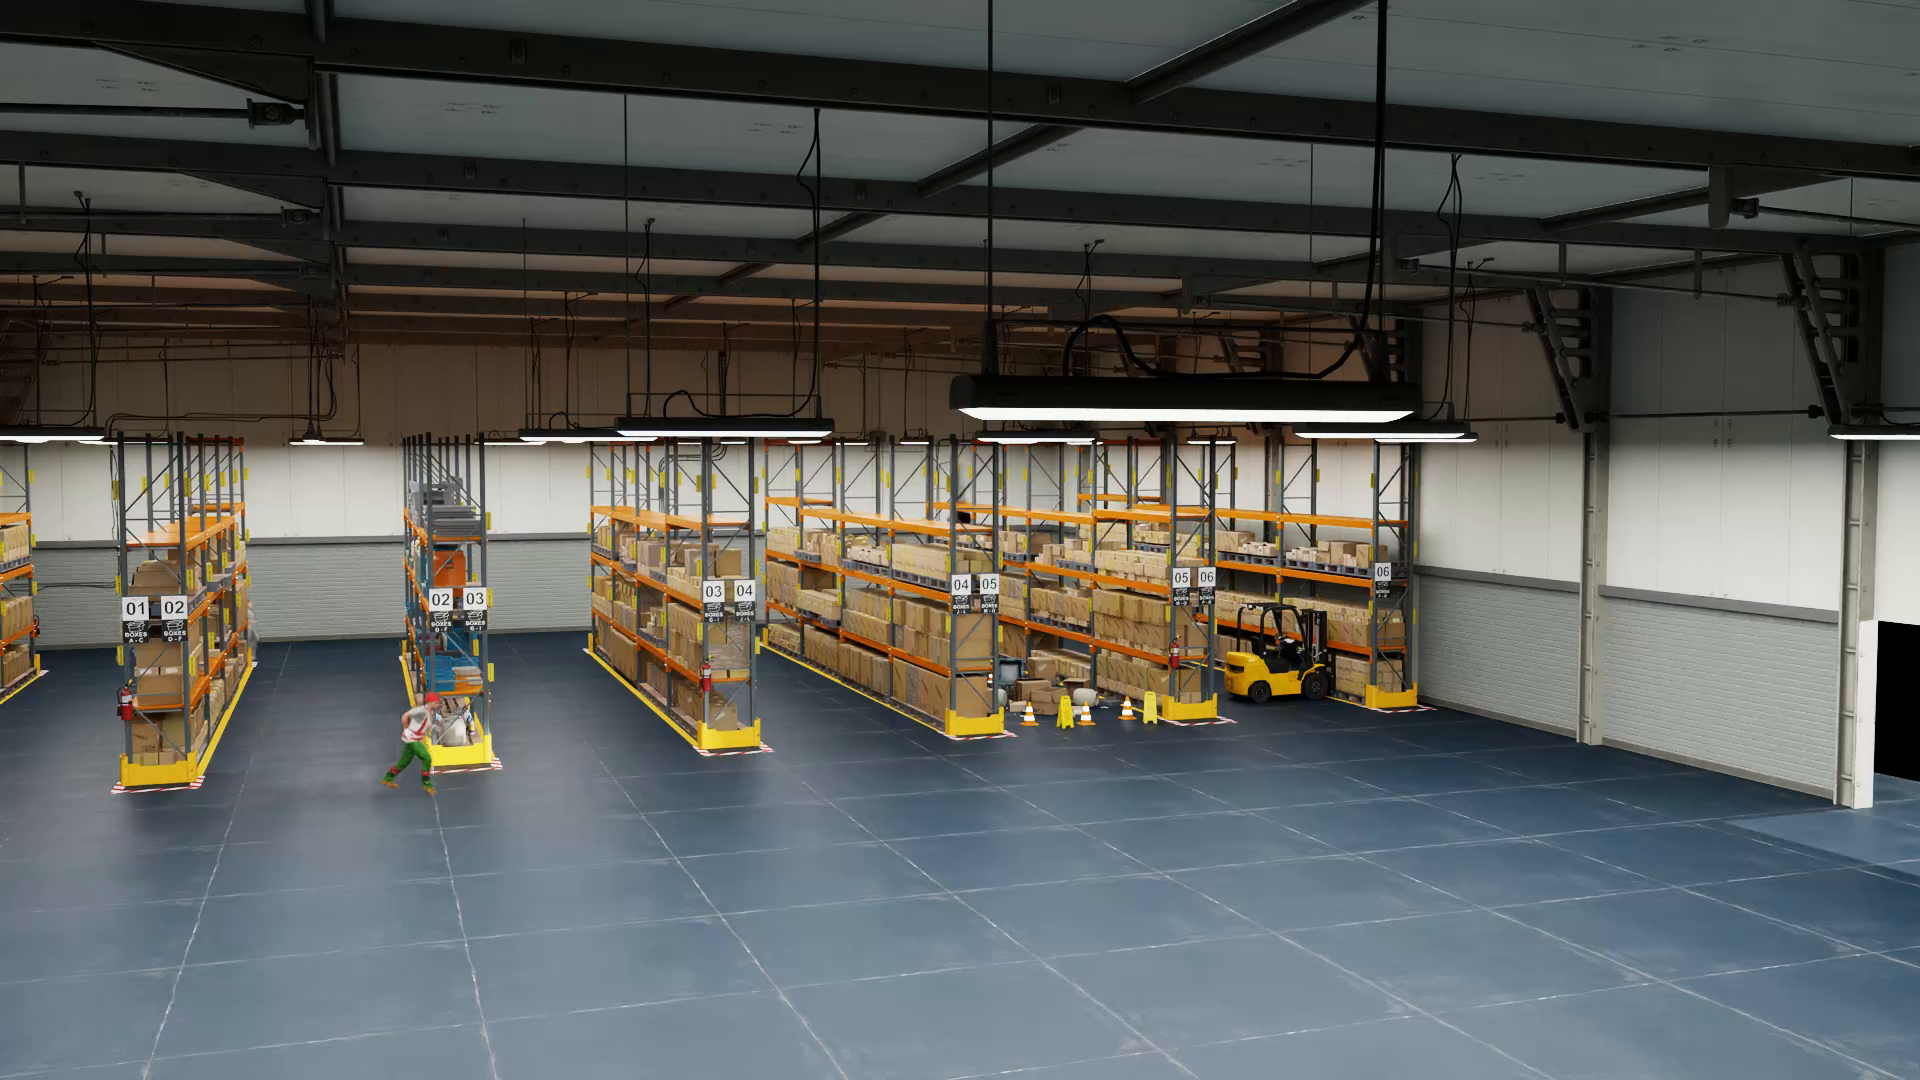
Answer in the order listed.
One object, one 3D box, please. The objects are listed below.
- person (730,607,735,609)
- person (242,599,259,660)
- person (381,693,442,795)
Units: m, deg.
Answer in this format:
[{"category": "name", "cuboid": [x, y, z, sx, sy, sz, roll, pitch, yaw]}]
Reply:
[{"category": "person", "cuboid": [-6.670, 2.295, 47.434, 0.648, 1.630, 0.625, 0, 3, 2]}, {"category": "person", "cuboid": [-19.225, 2.450, 44.758, 0.633, 1.730, 0.610, -1, 3, -18]}, {"category": "person", "cuboid": [-9.060, 3.381, 27.447, 1.052, 1.731, 0.706, 0, 3, 2]}]
